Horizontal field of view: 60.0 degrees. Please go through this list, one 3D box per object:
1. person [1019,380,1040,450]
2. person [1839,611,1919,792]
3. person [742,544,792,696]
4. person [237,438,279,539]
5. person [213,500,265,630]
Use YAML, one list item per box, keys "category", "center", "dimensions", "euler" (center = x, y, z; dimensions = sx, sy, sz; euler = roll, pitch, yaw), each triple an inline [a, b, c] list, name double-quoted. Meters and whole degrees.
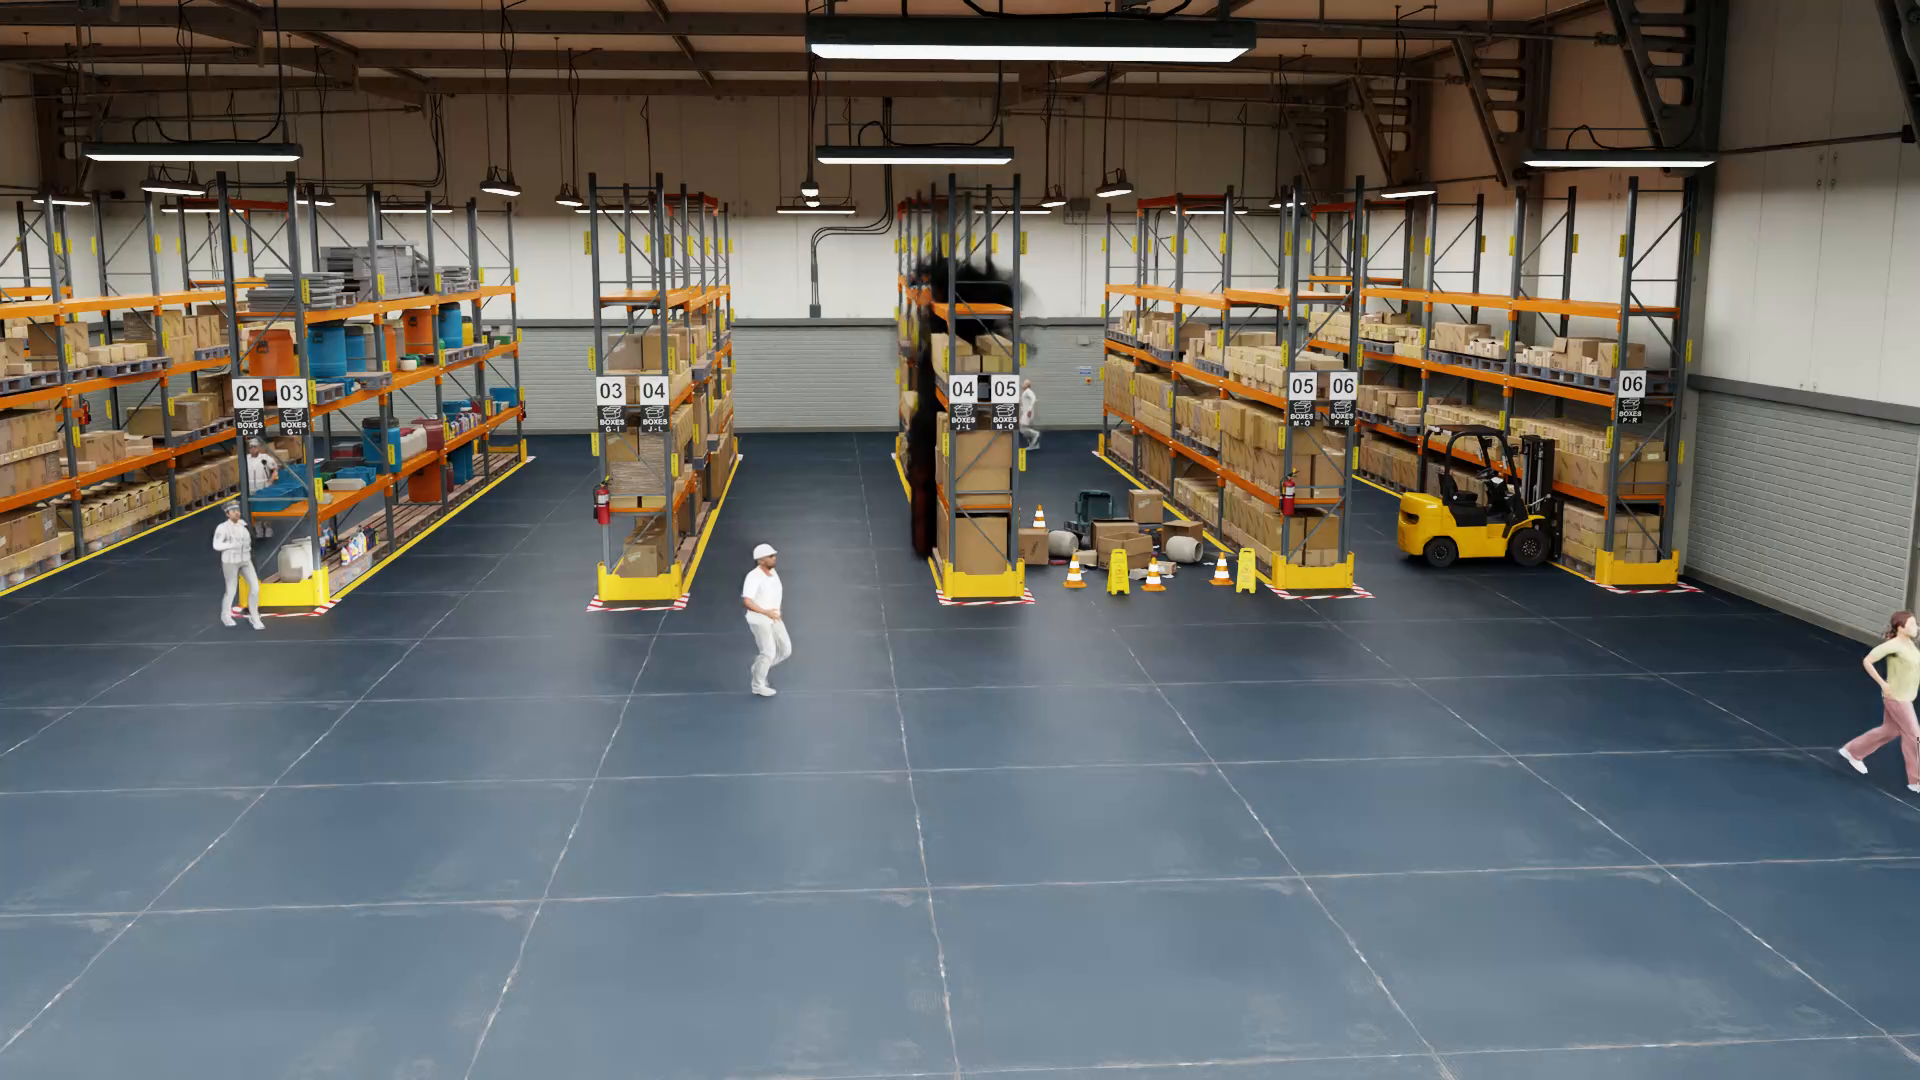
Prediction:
- category: "person"
  center: [1.642, -3.102, 41.312]
  dimensions: [0.695, 1.740, 0.740]
  euler: [0, 10, 2]
- category: "person"
  center: [8.697, 1.471, 15.415]
  dimensions: [0.573, 1.658, 0.966]
  euler: [-9, 13, -42]
- category: "person"
  center: [-2.159, 0.896, 18.623]
  dimensions: [0.573, 1.725, 0.712]
  euler: [4, 11, 23]
- category: "person"
  center: [-12.071, -0.868, 28.579]
  dimensions: [0.640, 1.760, 0.645]
  euler: [-2, 10, -13]
- category: "person"
  center: [-9.535, 0.340, 21.927]
  dimensions: [0.656, 1.763, 0.614]
  euler: [7, 12, 35]
